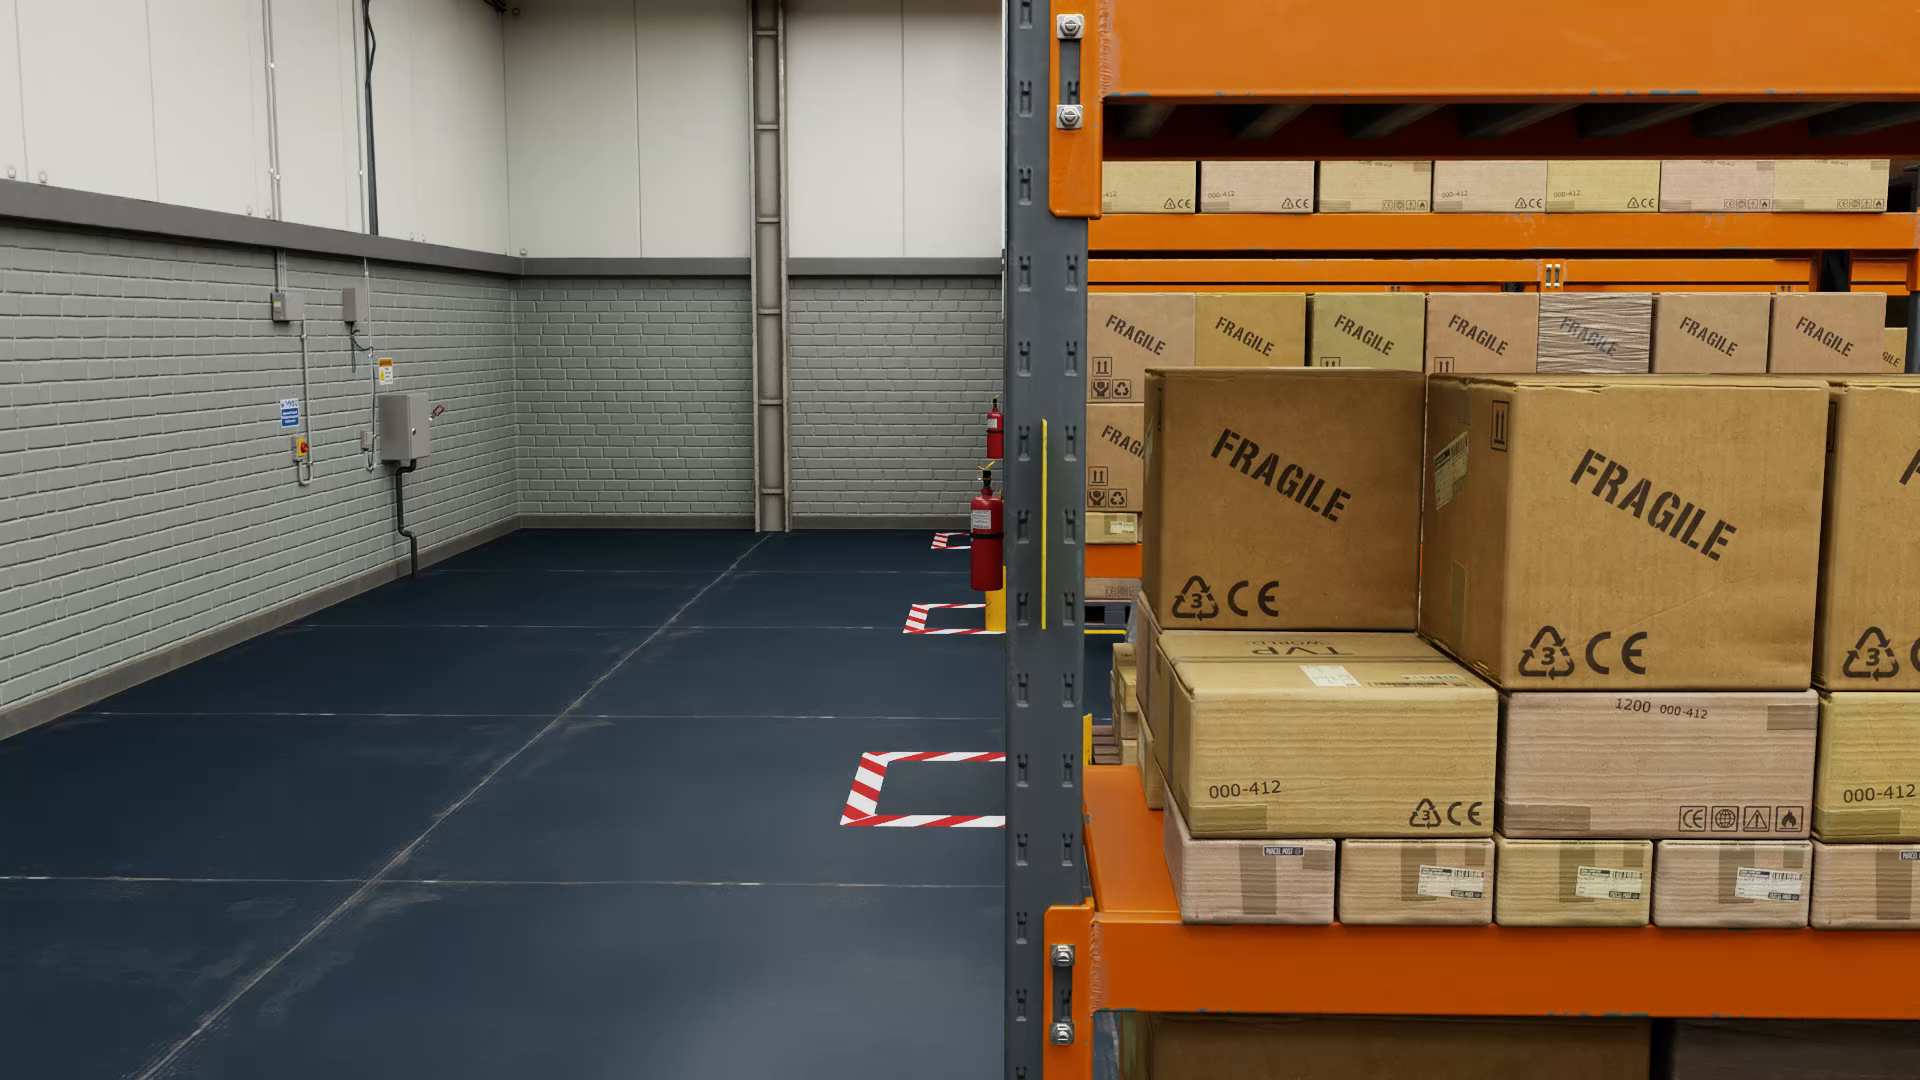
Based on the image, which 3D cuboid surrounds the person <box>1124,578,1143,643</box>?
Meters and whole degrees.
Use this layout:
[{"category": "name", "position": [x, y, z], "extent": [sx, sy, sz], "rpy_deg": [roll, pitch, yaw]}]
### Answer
[{"category": "person", "position": [1.540, 0.068, 11.831], "extent": [0.919, 1.477, 0.476], "rpy_deg": [0, 7, 0]}]
